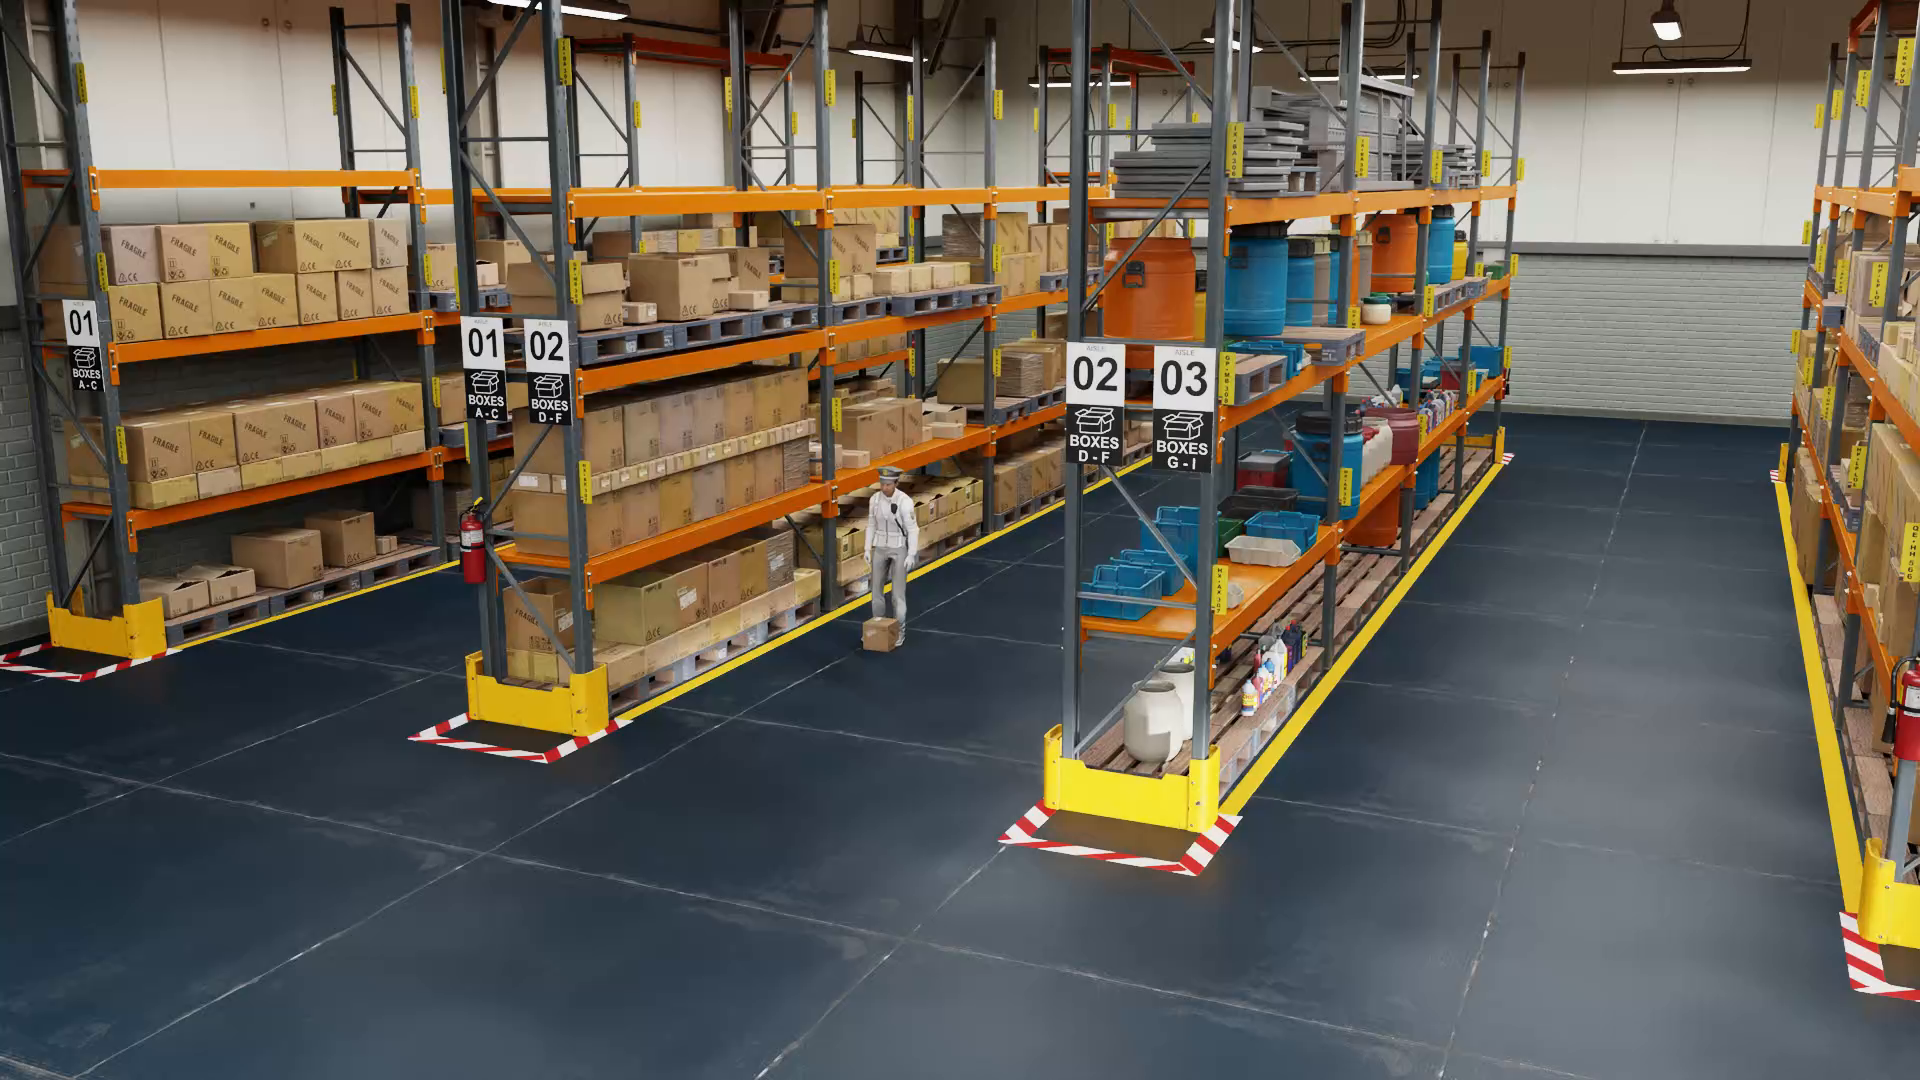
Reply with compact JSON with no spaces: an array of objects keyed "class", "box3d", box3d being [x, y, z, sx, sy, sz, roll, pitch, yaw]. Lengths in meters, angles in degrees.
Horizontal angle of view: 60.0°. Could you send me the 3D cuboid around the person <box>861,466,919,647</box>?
[{"class":"person","box3d":[-0.649,0.132,15.355,0.526,1.663,0.411,5,13,22]}]
